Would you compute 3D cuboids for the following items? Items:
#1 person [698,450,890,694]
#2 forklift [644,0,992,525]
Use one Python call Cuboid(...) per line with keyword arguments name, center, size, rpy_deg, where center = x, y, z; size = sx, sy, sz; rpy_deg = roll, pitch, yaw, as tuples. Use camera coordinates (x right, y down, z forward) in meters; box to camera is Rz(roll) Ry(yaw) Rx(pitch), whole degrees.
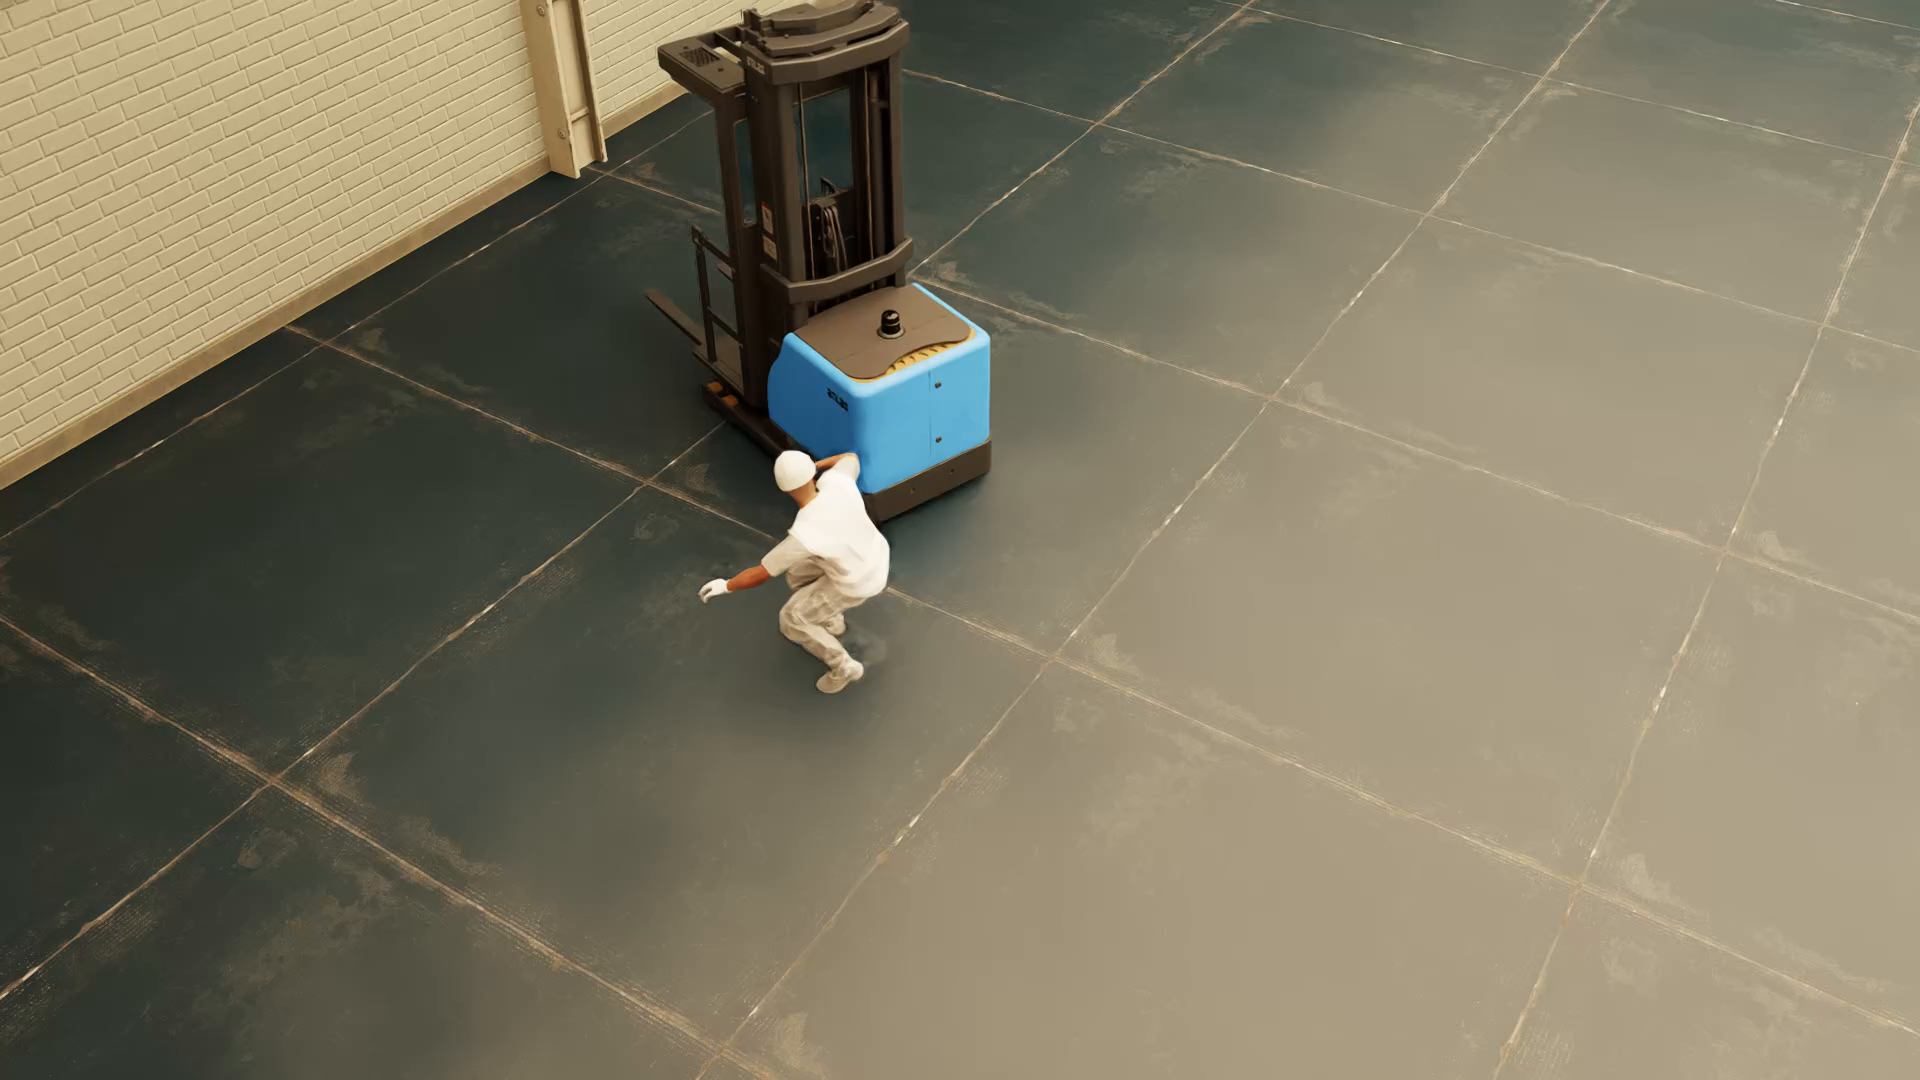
Cuboid(name="person", center=(-0.863, 0.095, 8.987), size=(0.964, 1.500, 0.829), rpy_deg=(6, 41, 7))
Cuboid(name="forklift", center=(-1.096, -2.102, 10.448), size=(1.130, 2.935, 3.031), rpy_deg=(-26, 47, -28))
